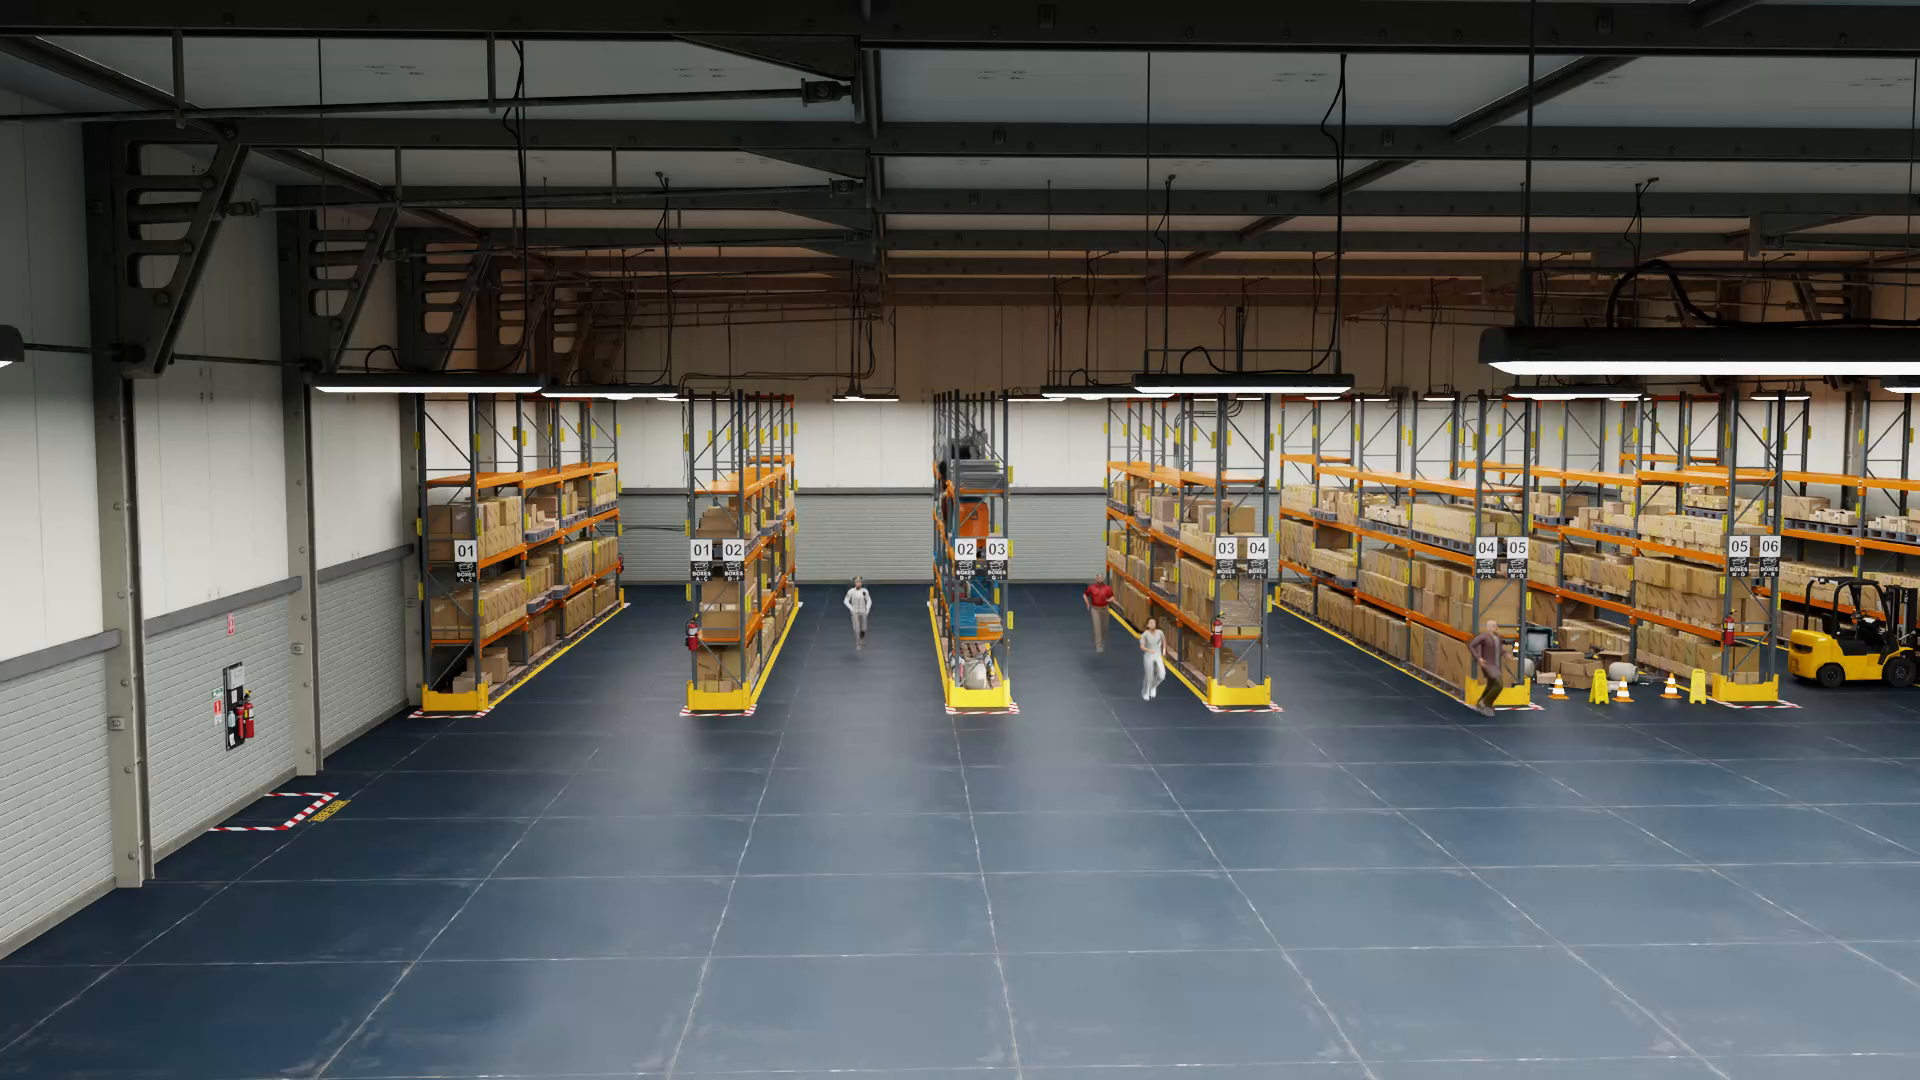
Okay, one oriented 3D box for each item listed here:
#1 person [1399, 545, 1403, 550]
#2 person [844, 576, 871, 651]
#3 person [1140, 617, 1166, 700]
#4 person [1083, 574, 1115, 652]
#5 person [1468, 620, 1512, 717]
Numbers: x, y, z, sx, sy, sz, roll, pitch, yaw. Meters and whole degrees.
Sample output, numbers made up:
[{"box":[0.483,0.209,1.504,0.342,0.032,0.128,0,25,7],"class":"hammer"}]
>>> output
[{"box":[12.938,0.928,49.255,0.553,1.564,0.534,-1,5,-8],"class":"person"},{"box":[-2.265,1.618,36.920,0.624,1.663,0.524,-1,5,-9],"class":"person"},{"box":[3.725,2.287,31.950,0.585,1.621,0.735,-1,5,-12],"class":"person"},{"box":[3.090,1.589,36.794,0.673,1.699,0.944,-1,5,-6],"class":"person"},{"box":[9.765,2.364,30.524,0.696,1.792,0.714,-3,6,-36],"class":"person"}]
